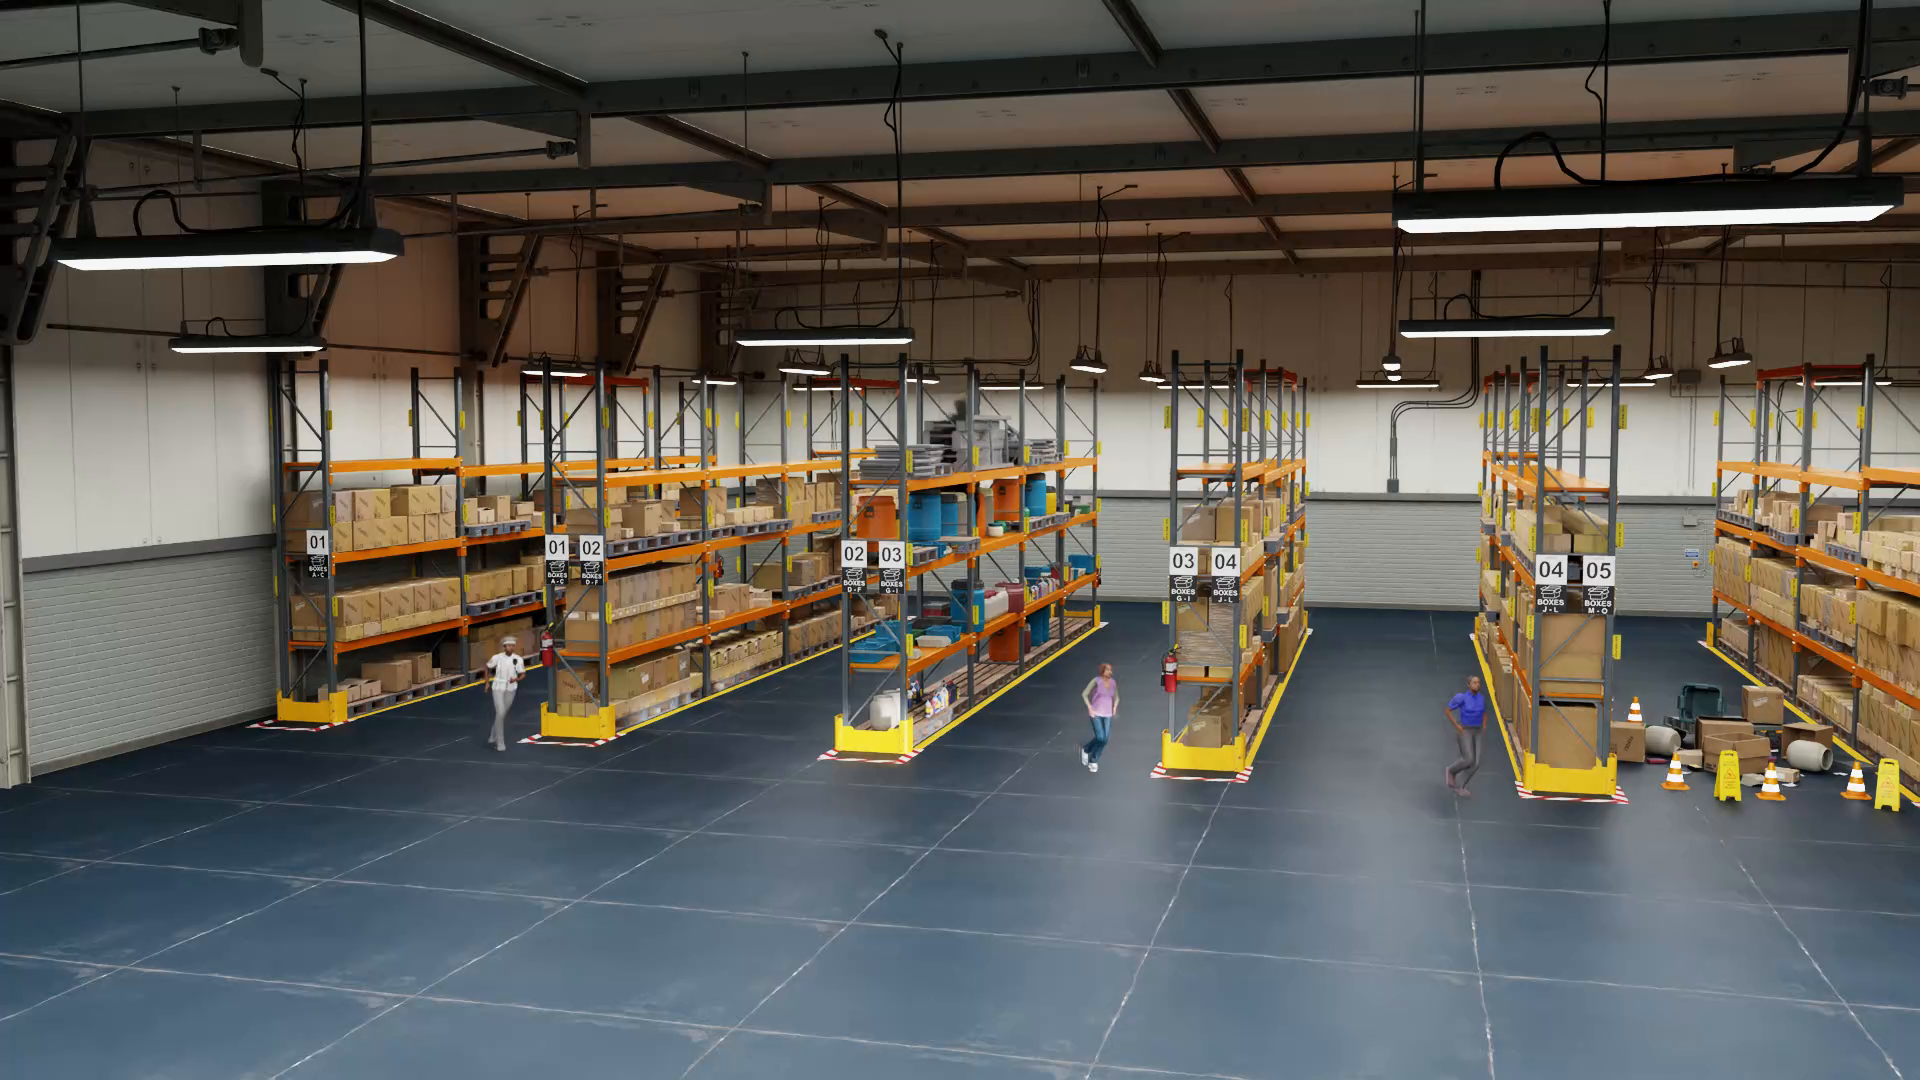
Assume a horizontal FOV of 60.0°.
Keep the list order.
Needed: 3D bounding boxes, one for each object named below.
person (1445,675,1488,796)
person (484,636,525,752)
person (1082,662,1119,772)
[{"bbox_3d":[6.825,2.609,22.253,0.610,1.616,0.509,-1,4,-18],"label":"person"},{"bbox_3d":[-6.953,2.325,25.482,0.584,1.694,0.821,-2,5,-29],"label":"person"},{"bbox_3d":[2.043,2.525,23.801,0.529,1.556,0.518,-2,4,-24],"label":"person"}]
